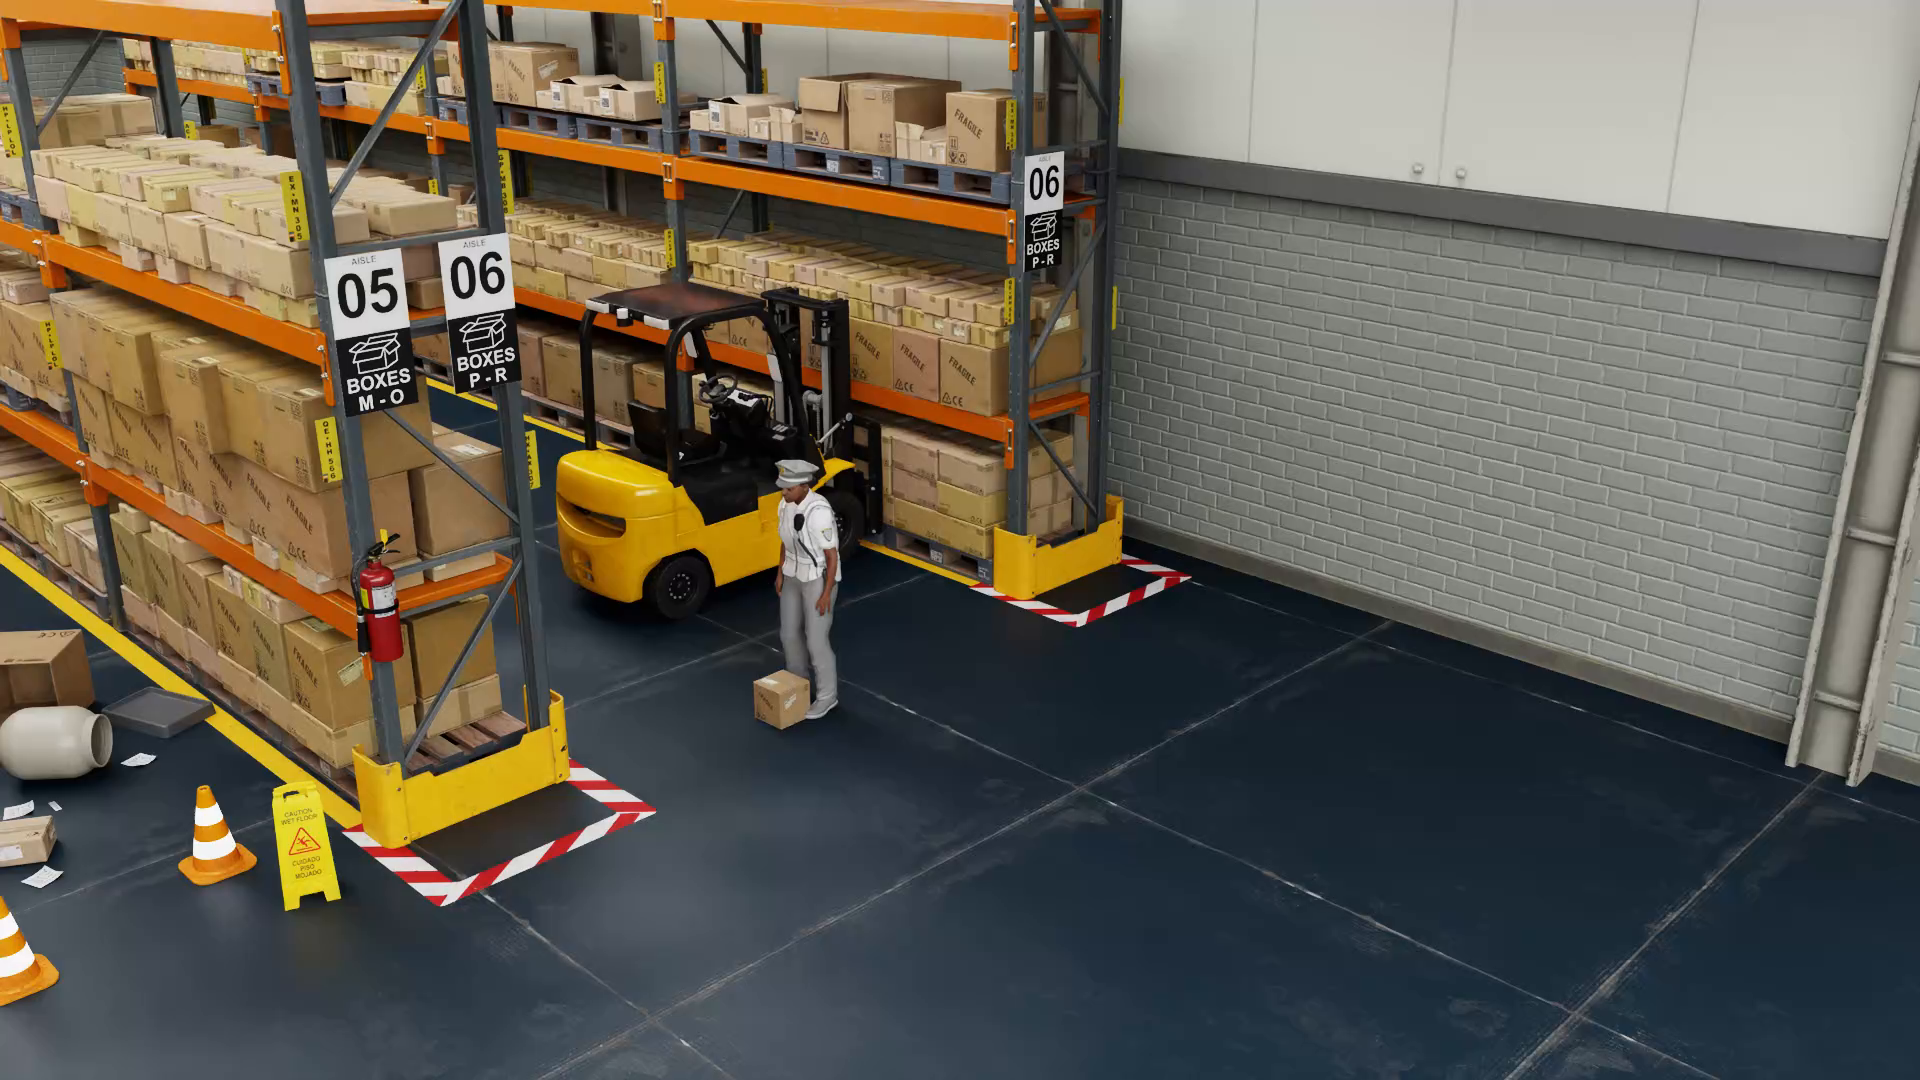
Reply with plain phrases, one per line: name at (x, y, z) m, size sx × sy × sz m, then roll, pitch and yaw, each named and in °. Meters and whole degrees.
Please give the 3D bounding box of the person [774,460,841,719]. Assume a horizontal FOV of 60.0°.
person at (-0.962, 0.278, 10.344) m, size 0.508 × 1.659 × 0.395 m, roll 19°, pitch 28°, yaw 41°
